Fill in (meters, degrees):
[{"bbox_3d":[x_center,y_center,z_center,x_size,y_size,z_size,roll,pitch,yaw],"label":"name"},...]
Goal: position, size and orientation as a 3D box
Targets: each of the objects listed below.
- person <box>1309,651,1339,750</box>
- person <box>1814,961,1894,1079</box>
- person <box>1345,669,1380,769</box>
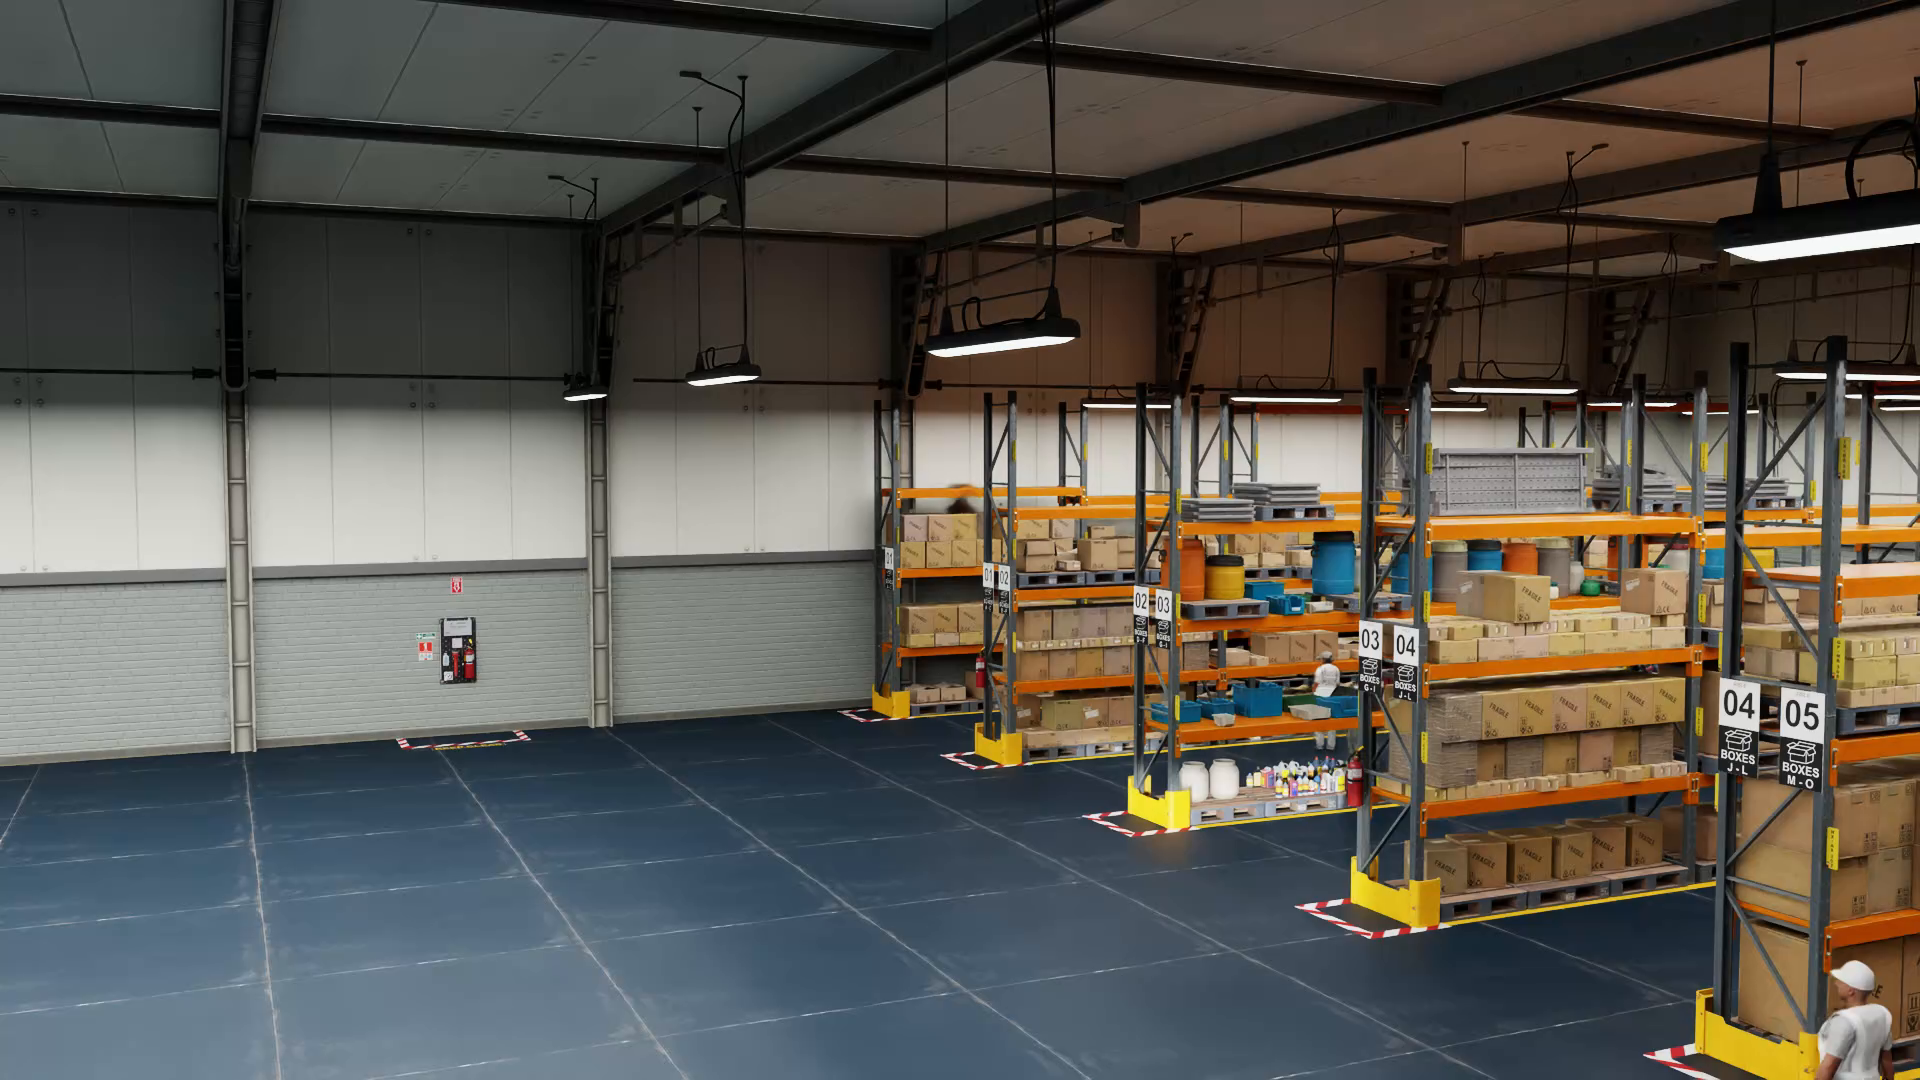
[{"bbox_3d":[6.143,2.700,27.970,0.498,1.675,0.405,-1,3,-18],"label":"person"},{"bbox_3d":[5.872,3.650,11.000,0.560,1.752,1.054,-3,5,-45],"label":"person"},{"bbox_3d":[6.213,2.789,26.071,0.826,1.716,0.658,3,5,44],"label":"person"}]
